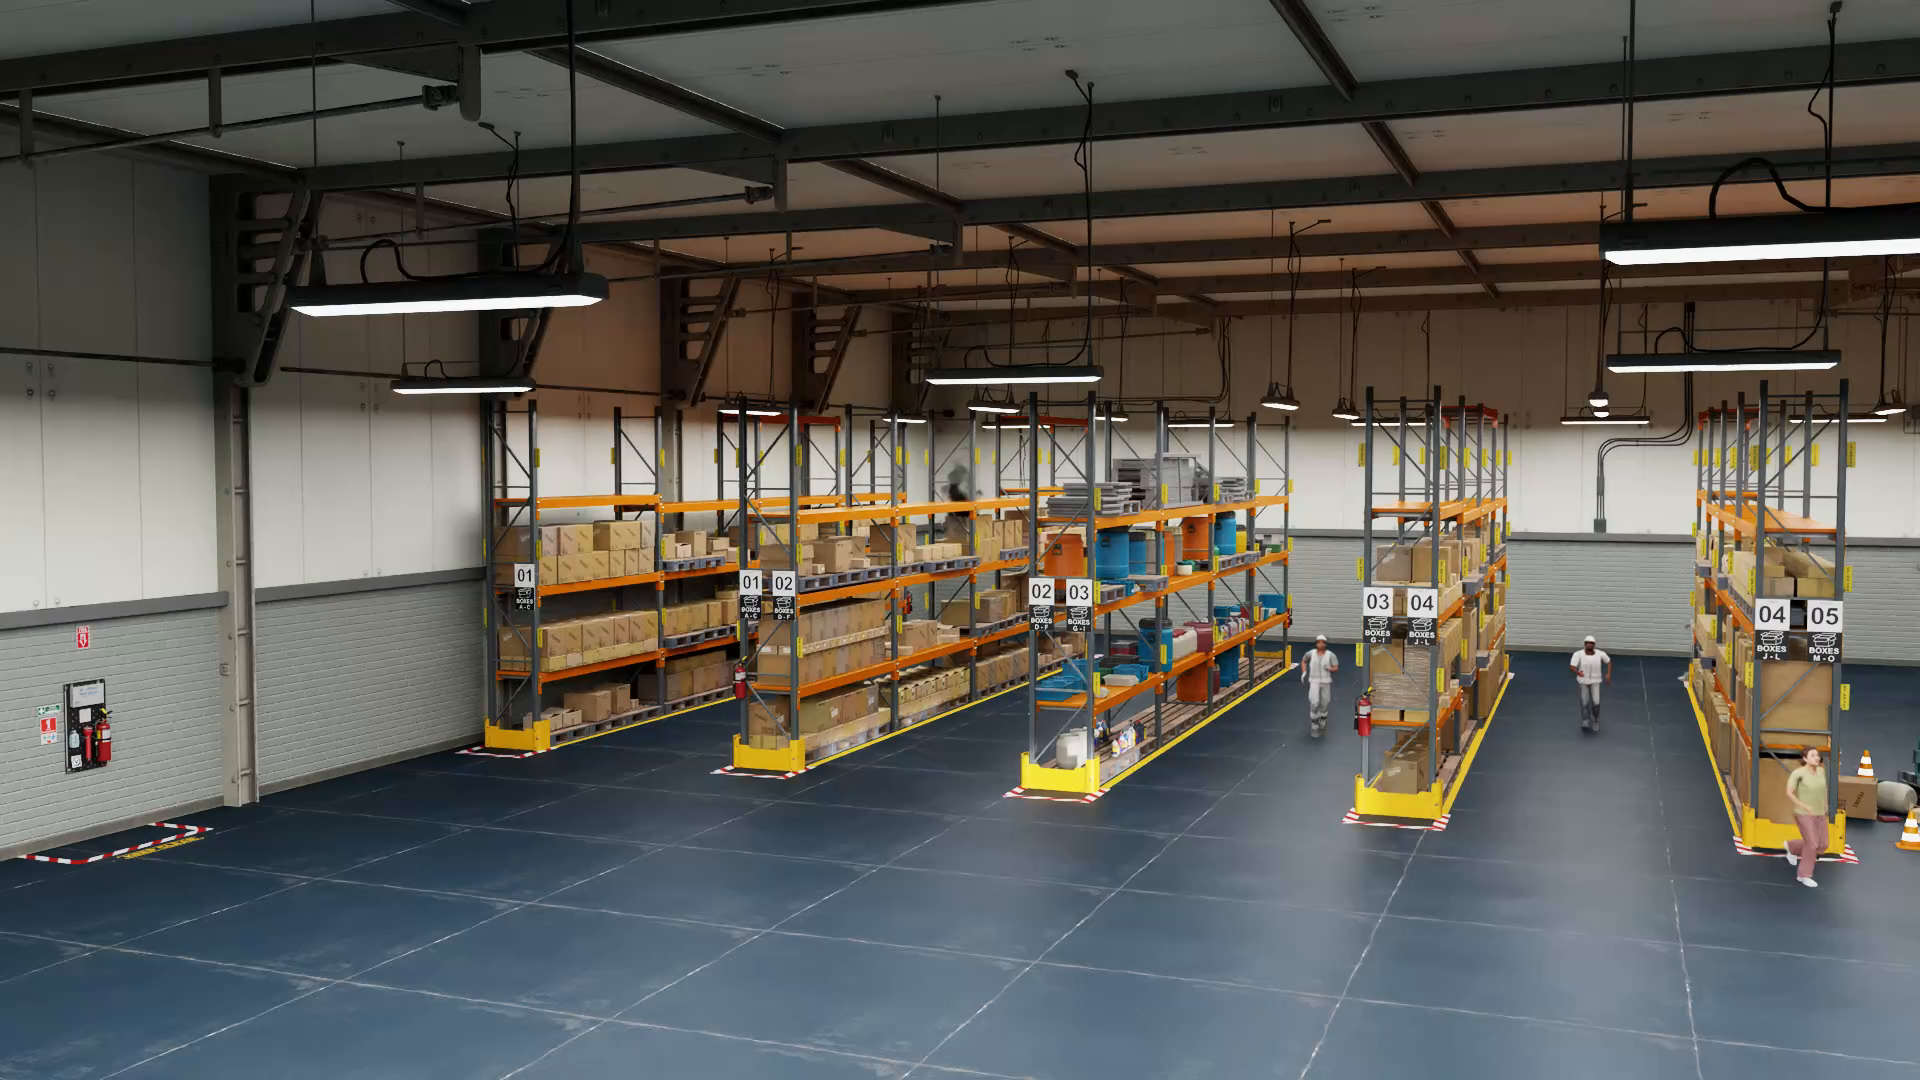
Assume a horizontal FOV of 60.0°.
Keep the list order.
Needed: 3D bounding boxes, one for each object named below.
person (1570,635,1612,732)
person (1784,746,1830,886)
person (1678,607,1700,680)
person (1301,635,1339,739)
[{"bbox_3d":[11.534,2.635,30.413,0.734,1.781,0.684,1,3,18],"label":"person"},{"bbox_3d":[9.973,3.226,19.605,0.598,1.644,0.629,-1,3,-14],"label":"person"},{"bbox_3d":[16.564,2.235,37.247,0.972,1.779,0.699,1,3,10],"label":"person"},{"bbox_3d":[6.480,2.625,29.951,0.645,1.846,0.793,0,3,7],"label":"person"}]
